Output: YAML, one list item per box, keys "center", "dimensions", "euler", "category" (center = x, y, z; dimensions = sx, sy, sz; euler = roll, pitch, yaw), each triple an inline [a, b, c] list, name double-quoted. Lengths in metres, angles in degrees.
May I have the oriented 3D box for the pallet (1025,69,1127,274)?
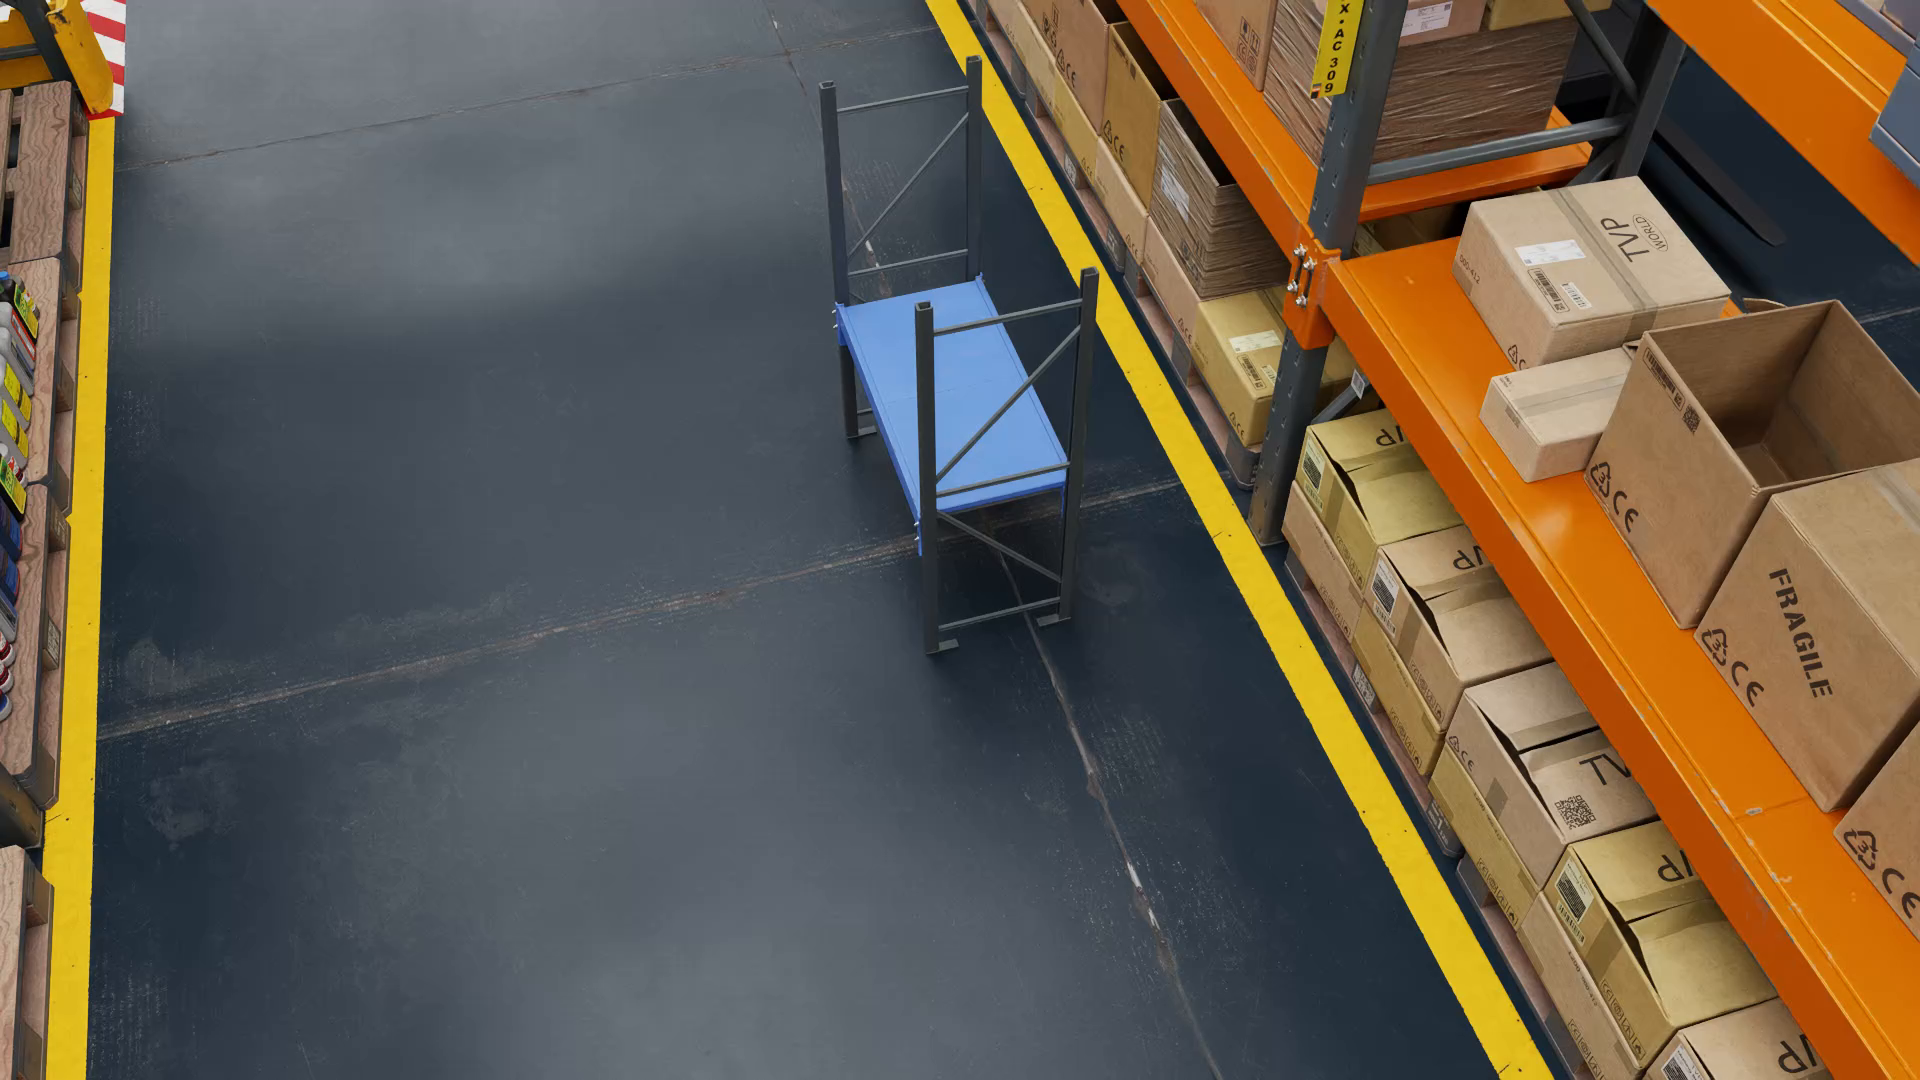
- center: [0.934, -1.678, 7.026]
  dimensions: [1.003, 0.211, 1.213]
  euler: [-13, 51, -11]
  category: "pallet"

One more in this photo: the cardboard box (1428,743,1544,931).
- center: [1.682, 0.759, 4.672]
  dimensions: [0.500, 0.250, 0.500]
  euler: [-15, 51, -12]
  category: "cardboard box"

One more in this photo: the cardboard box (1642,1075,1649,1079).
- center: [1.986, 1.506, 4.042]
  dimensions: [0.500, 0.250, 0.500]
  euler: [-12, 51, -10]
  category: "cardboard box"

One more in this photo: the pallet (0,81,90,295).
- center: [-4.120, -1.360, 6.758]
  dimensions: [1.003, 0.211, 1.213]
  euler: [-13, 51, -11]
  category: "pallet"

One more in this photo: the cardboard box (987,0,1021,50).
- center: [0.408, -2.458, 7.384]
  dimensions: [0.500, 0.250, 0.500]
  euler: [-13, 51, -11]
  category: "cardboard box"

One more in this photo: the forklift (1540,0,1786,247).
- center: [2.414, -2.972, 6.339]
  dimensions: [1.130, 2.935, 3.031]
  euler: [-14, 51, -11]
  category: "forklift"

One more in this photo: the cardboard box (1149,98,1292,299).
- center: [1.011, -1.242, 5.868]
  dimensions: [0.500, 0.500, 0.500]
  euler: [-13, 51, -11]
  category: "cardboard box"

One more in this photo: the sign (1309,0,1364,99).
- center: [0.964, -1.272, 4.242]
  dimensions: [0.100, 0.325, 0.005]
  euler: [-13, 51, -11]
  category: "sign"

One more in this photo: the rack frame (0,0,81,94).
- center: [-4.423, -2.898, 6.231]
  dimensions: [1.000, 3.000, 0.127]
  euler: [-13, 51, -11]
  category: "rack frame"

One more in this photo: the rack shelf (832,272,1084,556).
- center: [-0.025, -0.430, 5.367]
  dimensions: [0.538, 0.185, 1.000]
  euler: [-13, 51, -11]
  category: "rack shelf"

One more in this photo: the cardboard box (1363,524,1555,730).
- center: [1.521, 0.201, 4.775]
  dimensions: [0.500, 0.311, 0.500]
  euler: [-14, 51, -11]
  category: "cardboard box"

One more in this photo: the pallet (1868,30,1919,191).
- center: [2.057, -0.370, 2.261]
  dimensions: [1.003, 0.211, 1.213]
  euler: [-11, 51, -9]
  category: "pallet"

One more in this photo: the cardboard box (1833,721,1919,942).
- center: [2.164, 0.574, 3.239]
  dimensions: [0.500, 0.500, 0.500]
  euler: [-16, 52, -13]
  category: "cardboard box"

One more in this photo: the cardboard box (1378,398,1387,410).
- center: [1.646, -0.750, 5.944]
  dimensions: [0.500, 0.250, 0.500]
  euler: [-13, 51, -11]
  category: "cardboard box"

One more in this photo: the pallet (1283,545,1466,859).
- center: [1.748, 0.334, 5.330]
  dimensions: [1.003, 0.211, 1.213]
  euler: [-13, 51, -11]
  category: "pallet"

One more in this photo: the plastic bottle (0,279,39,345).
- center: [-3.409, -0.841, 5.986]
  dimensions: [0.061, 0.283, 0.133]
  euler: [-12, 51, -10]
  category: "plastic bottle"

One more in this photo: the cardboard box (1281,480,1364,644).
- center: [1.376, 0.008, 5.305]
  dimensions: [0.500, 0.250, 0.500]
  euler: [-14, 51, -12]
  category: "cardboard box"

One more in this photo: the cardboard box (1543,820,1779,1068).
- center: [1.833, 0.957, 4.138]
  dimensions: [0.500, 0.311, 0.500]
  euler: [-12, 51, -10]
  category: "cardboard box"

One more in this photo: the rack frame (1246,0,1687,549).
- center: [1.493, -1.094, 4.710]
  dimensions: [1.000, 3.000, 0.127]
  euler: [-13, 51, -11]
  category: "rack frame"

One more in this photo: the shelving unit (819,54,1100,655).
- center: [-0.025, -0.546, 5.229]
  dimensions: [0.538, 1.500, 1.048]
  euler: [-13, 51, -11]
  category: "shelving unit"

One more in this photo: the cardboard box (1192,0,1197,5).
- center: [1.049, -2.200, 5.577]
  dimensions: [0.700, 0.500, 0.500]
  euler: [-13, 51, -10]
  category: "cardboard box"

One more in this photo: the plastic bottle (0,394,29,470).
- center: [-3.263, -0.396, 5.567]
  dimensions: [0.144, 0.351, 0.185]
  euler: [-14, 51, -11]
  category: "plastic bottle"

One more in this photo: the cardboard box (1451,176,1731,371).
- center: [1.681, -0.696, 4.473]
  dimensions: [0.500, 0.250, 0.500]
  euler: [-10, 51, -9]
  category: "cardboard box"

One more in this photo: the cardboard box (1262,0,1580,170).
- center: [1.356, -1.449, 4.944]
  dimensions: [0.700, 0.500, 0.500]
  euler: [-15, 51, -12]
  category: "cardboard box"

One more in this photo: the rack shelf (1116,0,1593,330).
- center: [0.902, -2.323, 6.217]
  dimensions: [1.077, 0.370, 4.000]
  euler: [-13, 51, -11]
  category: "rack shelf"

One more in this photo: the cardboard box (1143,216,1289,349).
- center: [1.009, -1.000, 6.155]
  dimensions: [0.500, 0.250, 0.500]
  euler: [-13, 51, -11]
  category: "cardboard box"

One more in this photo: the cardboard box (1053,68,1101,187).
- center: [0.698, -1.726, 6.767]
  dimensions: [0.500, 0.250, 0.500]
  euler: [-13, 51, -11]
  category: "cardboard box"

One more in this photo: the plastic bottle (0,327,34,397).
- center: [-3.371, -0.628, 5.811]
  dimensions: [0.152, 0.276, 0.135]
  euler: [-15, 51, -12]
  category: "plastic bottle"

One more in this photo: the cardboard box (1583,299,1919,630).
- center: [1.861, -0.177, 3.872]
  dimensions: [0.500, 0.500, 0.500]
  euler: [-10, 51, -8]
  category: "cardboard box"

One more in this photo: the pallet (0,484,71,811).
- center: [-3.398, 0.422, 5.256]
  dimensions: [1.003, 0.211, 1.213]
  euler: [-13, 51, -11]
  category: "pallet"

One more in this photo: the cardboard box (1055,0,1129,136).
- center: [0.698, -1.968, 6.480]
  dimensions: [0.500, 0.500, 0.500]
  euler: [-13, 51, -11]
  category: "cardboard box"

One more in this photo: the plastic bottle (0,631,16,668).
- center: [-2.975, 0.303, 5.075]
  dimensions: [0.097, 0.201, 0.097]
  euler: [0, 50, 0]
  category: "plastic bottle"

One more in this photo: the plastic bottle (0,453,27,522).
- center: [-3.147, -0.194, 5.441]
  dimensions: [0.061, 0.283, 0.133]
  euler: [-11, 51, -9]
  category: "plastic bottle"

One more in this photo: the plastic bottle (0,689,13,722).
- center: [-2.915, 0.429, 4.923]
  dimensions: [0.097, 0.271, 0.097]
  euler: [0, 50, 0]
  category: "plastic bottle"

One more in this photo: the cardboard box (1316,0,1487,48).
- center: [1.208, -1.485, 4.551]
  dimensions: [0.380, 0.149, 0.250]
  euler: [-13, 51, -11]
  category: "cardboard box"

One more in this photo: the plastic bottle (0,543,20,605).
- center: [-3.082, 0.052, 5.189]
  dimensions: [0.144, 0.351, 0.185]
  euler: [-12, 51, -10]
  category: "plastic bottle"

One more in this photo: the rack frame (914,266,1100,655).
- center: [0.125, -0.174, 4.916]
  dimensions: [0.500, 1.500, 0.032]
  euler: [-13, 51, -11]
  category: "rack frame"
